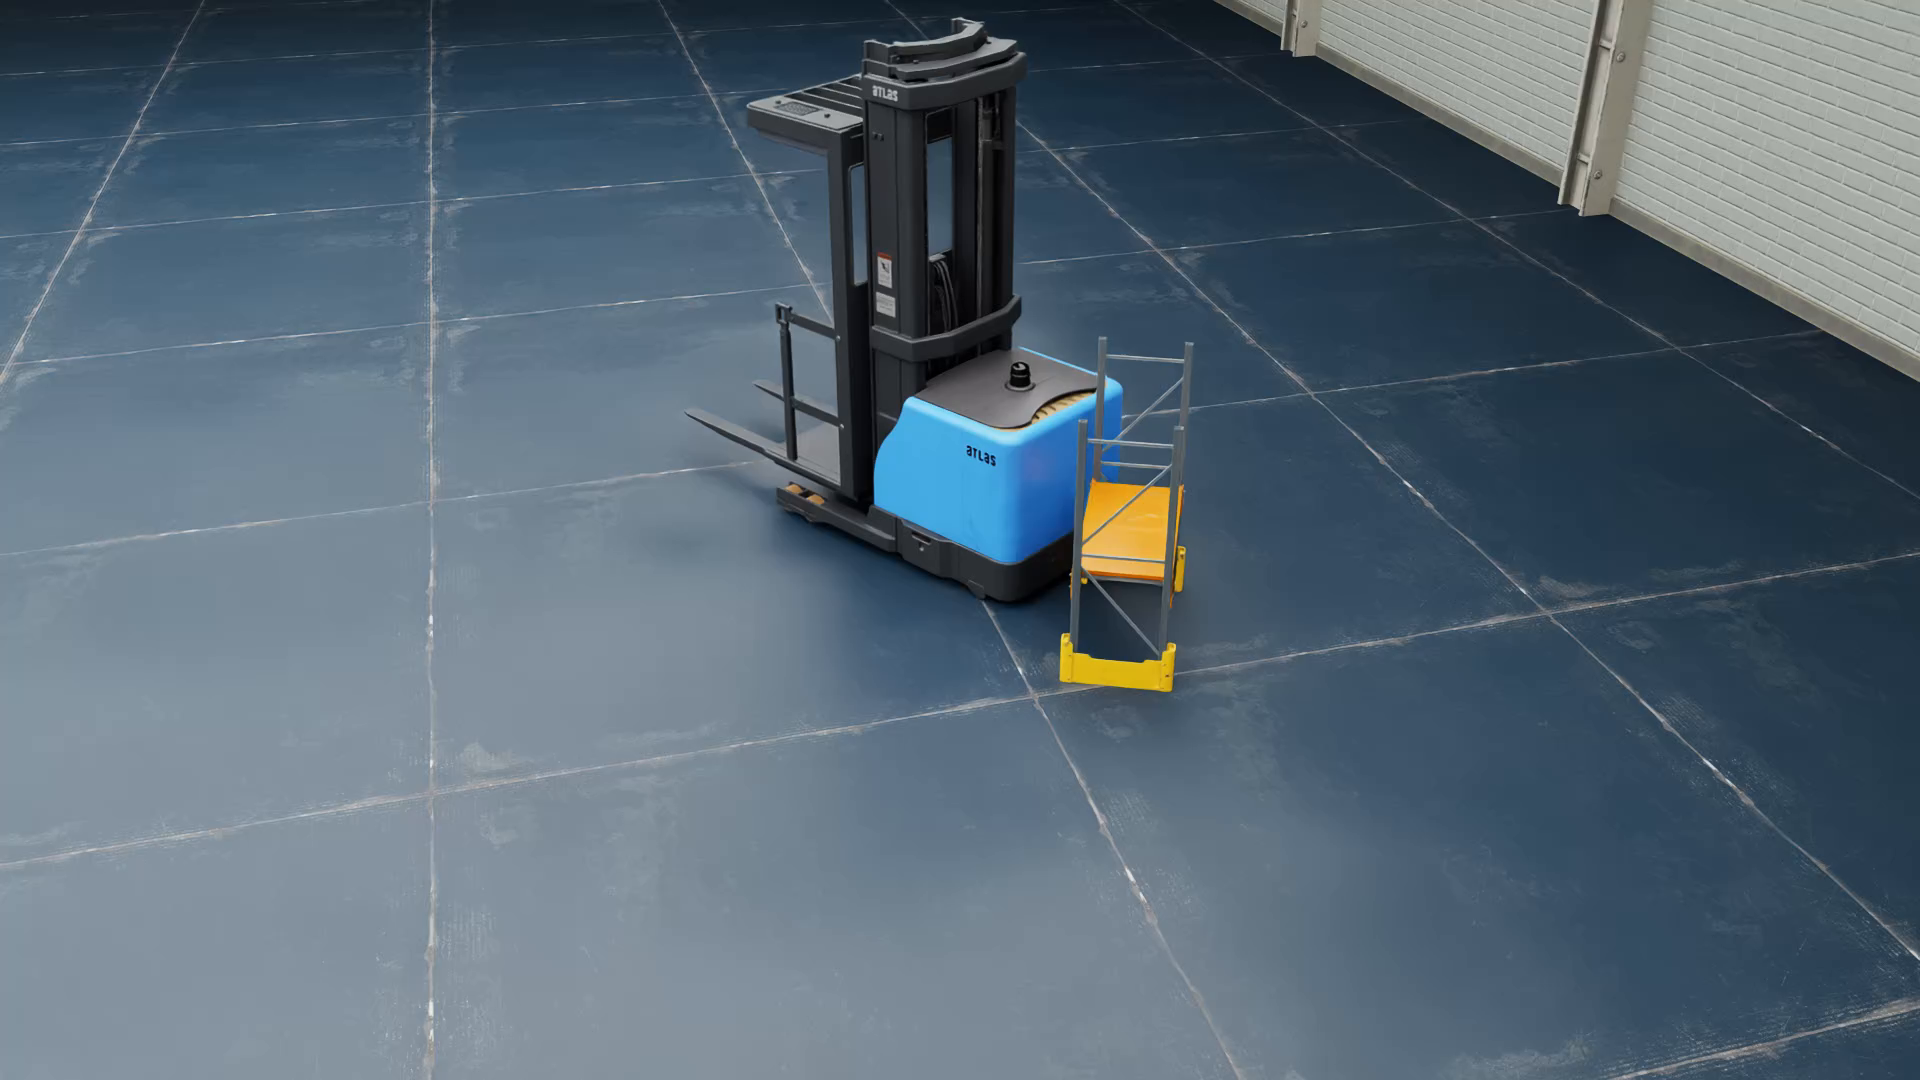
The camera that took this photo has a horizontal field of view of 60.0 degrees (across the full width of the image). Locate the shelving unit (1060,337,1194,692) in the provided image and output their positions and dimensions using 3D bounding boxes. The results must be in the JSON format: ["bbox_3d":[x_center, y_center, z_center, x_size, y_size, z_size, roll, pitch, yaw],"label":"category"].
[{"bbox_3d":[0.899,-0.150,8.744,0.587,1.500,1.083,5,30,8],"label":"shelving unit"}]

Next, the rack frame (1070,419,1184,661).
[{"bbox_3d":[0.816,0.096,8.318,0.500,1.500,0.032,5,30,8],"label":"rack frame"}]

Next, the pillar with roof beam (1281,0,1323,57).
[{"bbox_3d":[-0.024,-9.263,17.001,9.100,9.000,0.400,-8,31,-13],"label":"pillar with roof beam"}]

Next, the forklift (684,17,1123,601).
[{"bbox_3d":[-0.491,-1.547,9.729,3.031,2.935,1.130,25,38,36],"label":"forklift"}]

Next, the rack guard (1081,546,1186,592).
[{"bbox_3d":[0.983,0.145,9.482,0.587,0.250,0.087,5,30,8],"label":"rack guard"}]

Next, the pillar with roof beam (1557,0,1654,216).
[{"bbox_3d":[1.568,-6.365,11.995,9.100,9.000,0.400,-8,31,-13],"label":"pillar with roof beam"}]

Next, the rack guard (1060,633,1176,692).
[{"bbox_3d":[0.816,0.636,8.632,0.587,0.250,0.087,5,30,8],"label":"rack guard"}]

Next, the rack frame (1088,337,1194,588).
[{"bbox_3d":[0.986,-0.406,9.185,0.500,1.500,0.032,5,30,8],"label":"rack frame"}]

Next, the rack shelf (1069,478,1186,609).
[{"bbox_3d":[0.901,0.001,8.842,0.538,0.185,1.000,5,30,8],"label":"rack shelf"}]
